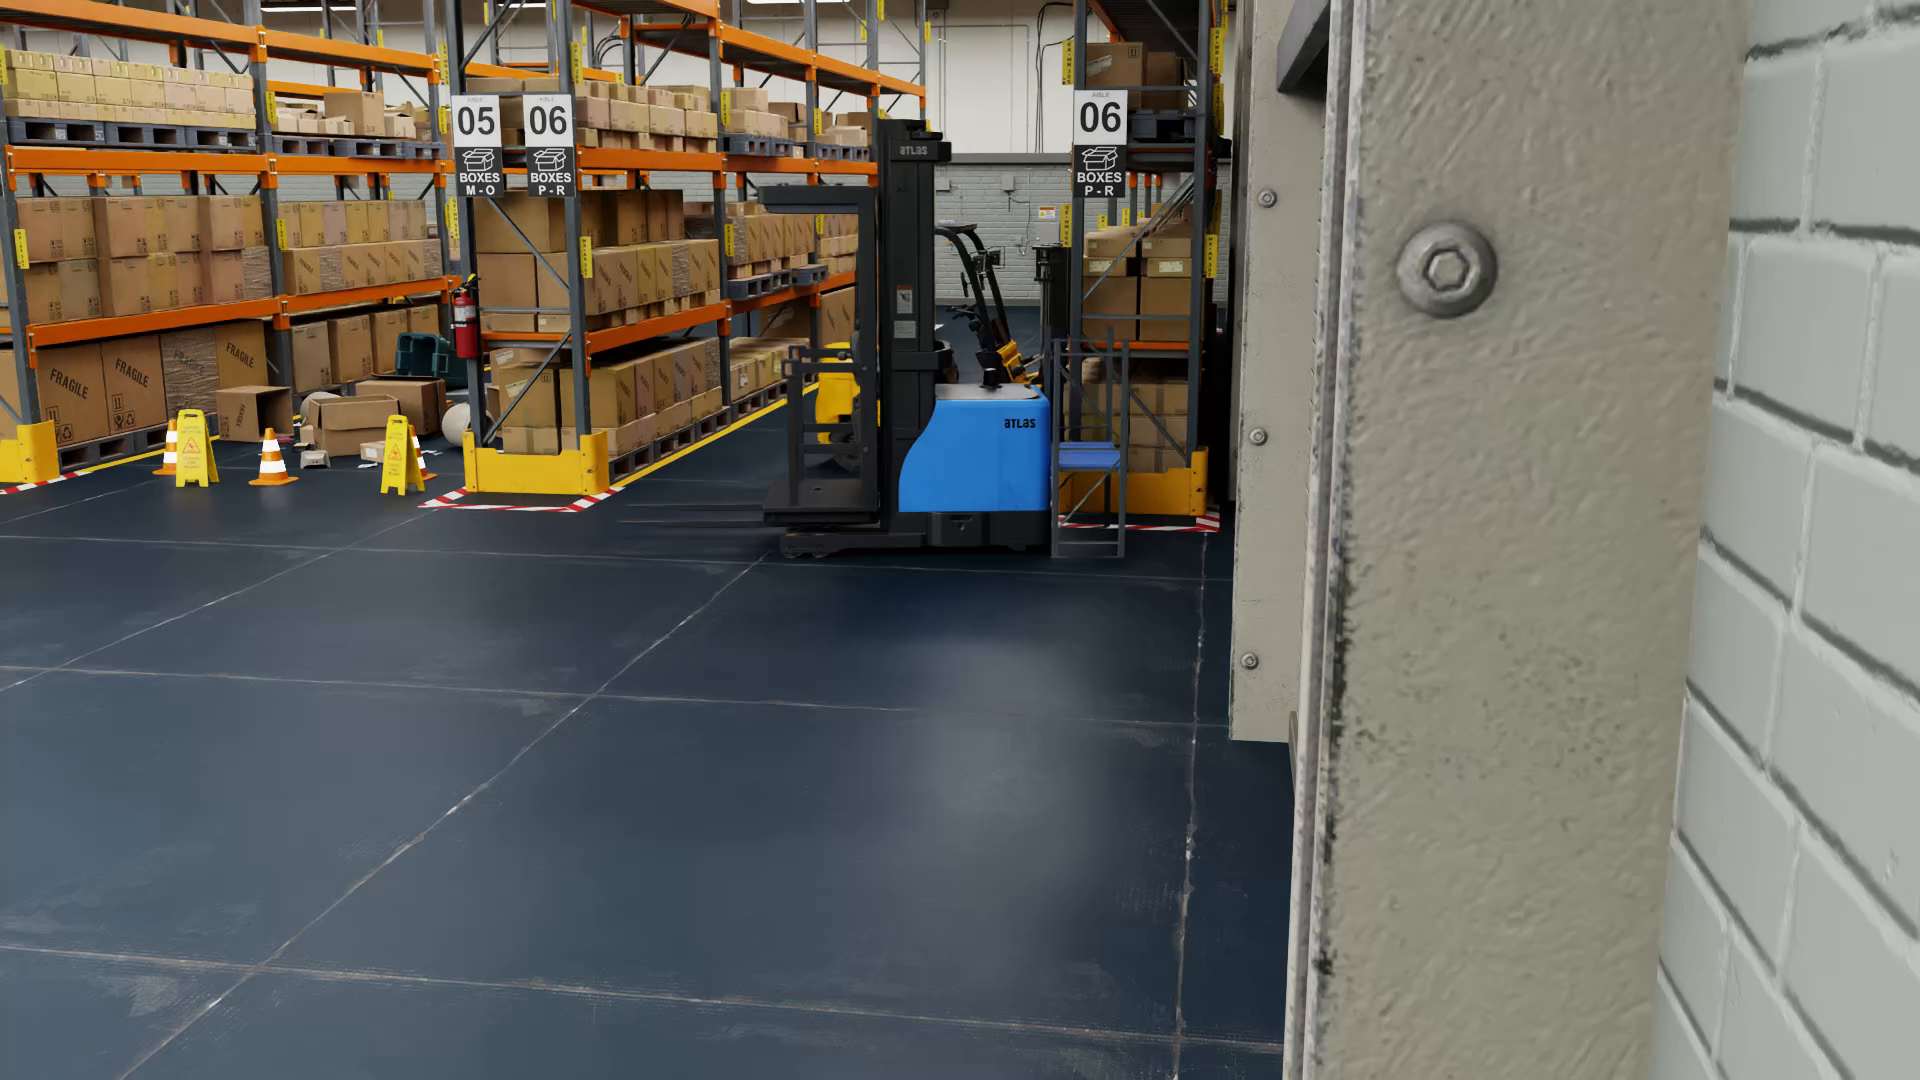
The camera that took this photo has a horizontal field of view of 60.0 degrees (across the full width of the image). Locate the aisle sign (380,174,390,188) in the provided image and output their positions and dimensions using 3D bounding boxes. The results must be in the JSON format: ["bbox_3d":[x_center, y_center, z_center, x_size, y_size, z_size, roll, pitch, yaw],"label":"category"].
[{"bbox_3d":[-10.575,-6.800,30.254,0.394,0.787,0.004,2,12,9],"label":"aisle sign"}]

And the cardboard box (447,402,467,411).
[{"bbox_3d":[-5.182,-1.268,17.246,0.258,0.266,0.396,-7,14,-30],"label":"cardboard box"}]

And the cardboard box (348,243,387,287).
[{"bbox_3d":[-7.261,-3.308,19.986,0.500,0.500,0.500,2,12,10],"label":"cardboard box"}]

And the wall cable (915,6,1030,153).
[{"bbox_3d":[0.249,-9.303,33.802,2.355,3.000,0.029,2,12,9],"label":"wall cable"}]

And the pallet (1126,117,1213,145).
[{"bbox_3d":[1.674,-3.536,14.370,1.003,0.211,1.213,2,12,9],"label":"pallet"}]

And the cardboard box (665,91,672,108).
[{"bbox_3d":[-2.902,-4.092,15.446,0.380,0.149,0.250,2,12,9],"label":"cardboard box"}]

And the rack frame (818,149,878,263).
[{"bbox_3d":[-1.705,-4.370,25.150,1.000,3.000,0.127,2,12,9],"label":"rack frame"}]

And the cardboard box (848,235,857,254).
[{"bbox_3d":[-1.738,-4.122,23.168,0.500,0.250,0.500,2,12,10],"label":"cardboard box"}]

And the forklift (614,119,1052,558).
[{"bbox_3d":[-0.896,-1.424,11.643,3.031,2.935,1.130,-1,12,-3],"label":"forklift"}]

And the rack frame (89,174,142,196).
[{"bbox_3d":[-15.776,-5.684,31.248,1.000,3.000,0.127,2,12,9],"label":"rack frame"}]

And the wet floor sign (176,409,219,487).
[{"bbox_3d":[-6.506,-0.790,14.128,0.267,0.644,0.232,0,12,-1],"label":"wet floor sign"}]

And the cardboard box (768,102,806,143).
[{"bbox_3d":[-2.412,-5.343,21.302,0.797,0.503,0.637,1,12,5],"label":"cardboard box"}]

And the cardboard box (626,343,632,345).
[{"bbox_3d":[-3.449,-2.004,16.383,0.380,0.149,0.250,2,12,11],"label":"cardboard box"}]

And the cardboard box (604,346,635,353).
[{"bbox_3d":[-3.445,-1.598,16.040,0.500,0.500,0.500,3,12,12],"label":"cardboard box"}]

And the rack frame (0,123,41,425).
[{"bbox_3d":[-8.458,-2.011,14.205,1.000,3.000,0.127,2,12,9],"label":"rack frame"}]

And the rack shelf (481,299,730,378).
[{"bbox_3d":[-3.243,-1.936,15.566,1.077,0.370,4.000,2,12,9],"label":"rack shelf"}]

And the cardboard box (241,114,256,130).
[{"bbox_3d":[-7.583,-4.355,17.324,0.380,0.149,0.250,2,12,8],"label":"cardboard box"}]

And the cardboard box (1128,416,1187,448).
[{"bbox_3d":[1.632,-0.908,13.432,0.500,0.250,0.500,2,12,10],"label":"cardboard box"}]

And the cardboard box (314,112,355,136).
[{"bbox_3d":[-7.345,-4.881,19.488,0.396,0.266,0.258,2,12,9],"label":"cardboard box"}]

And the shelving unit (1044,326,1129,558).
[{"bbox_3d":[0.875,-0.720,11.772,0.538,1.500,1.048,0,12,-1],"label":"shelving unit"}]

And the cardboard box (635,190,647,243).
[{"bbox_3d":[-3.422,-3.094,15.912,0.700,0.500,0.500,2,12,7],"label":"cardboard box"}]

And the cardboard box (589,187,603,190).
[{"bbox_3d":[-6.129,-5.490,27.033,0.500,0.500,0.500,2,12,10],"label":"cardboard box"}]

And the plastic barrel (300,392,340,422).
[{"bbox_3d":[-6.501,-1.298,17.014,0.421,0.421,0.512,-10,16,-40],"label":"plastic barrel"}]

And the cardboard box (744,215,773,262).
[{"bbox_3d":[-2.414,-3.399,18.705,0.500,0.500,0.500,2,12,8],"label":"cardboard box"}]

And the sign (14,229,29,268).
[{"bbox_3d":[-7.910,-2.454,14.016,0.100,0.325,0.005,2,12,9],"label":"sign"}]

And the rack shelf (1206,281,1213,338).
[{"bbox_3d":[2.277,-2.609,18.687,1.077,0.370,4.000,2,12,9],"label":"rack shelf"}]

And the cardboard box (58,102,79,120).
[{"bbox_3d":[-8.011,-3.775,14.632,0.380,0.149,0.250,2,12,9],"label":"cardboard box"}]

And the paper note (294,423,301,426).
[{"bbox_3d":[-7.051,-1.223,17.596,0.147,0.020,0.142,-7,14,-30],"label":"paper note"}]

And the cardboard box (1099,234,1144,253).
[{"bbox_3d":[1.334,-2.462,13.812,0.380,0.149,0.250,2,12,9],"label":"cardboard box"}]

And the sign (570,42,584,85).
[{"bbox_3d":[-3.015,-3.748,13.069,0.100,0.325,0.005,2,12,9],"label":"sign"}]

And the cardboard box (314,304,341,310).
[{"bbox_3d":[-11.179,-4.180,28.314,0.875,0.875,0.875,2,12,9],"label":"cardboard box"}]

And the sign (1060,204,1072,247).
[{"bbox_3d":[0.820,-2.414,12.764,0.100,0.325,0.005,2,12,9],"label":"sign"}]

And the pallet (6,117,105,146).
[{"bbox_3d":[-8.354,-3.589,14.617,1.003,0.211,1.213,2,12,9],"label":"pallet"}]

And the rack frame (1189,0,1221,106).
[{"bbox_3d":[3.815,-7.975,27.639,1.000,3.000,0.127,2,12,9],"label":"rack frame"}]

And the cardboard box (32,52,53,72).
[{"bbox_3d":[-8.052,-4.110,14.293,0.380,0.149,0.250,2,12,9],"label":"cardboard box"}]

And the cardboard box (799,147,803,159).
[{"bbox_3d":[-2.162,-4.808,20.661,0.380,0.149,0.250,2,12,9],"label":"cardboard box"}]

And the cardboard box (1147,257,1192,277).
[{"bbox_3d":[1.663,-2.140,13.026,0.380,0.149,0.250,2,12,7],"label":"cardboard box"}]

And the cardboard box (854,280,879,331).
[{"bbox_3d":[-1.722,-3.405,24.718,0.875,0.875,0.875,2,12,10],"label":"cardboard box"}]

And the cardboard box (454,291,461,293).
[{"bbox_3d":[-7.149,-3.497,24.256,0.500,0.250,0.500,2,12,11],"label":"cardboard box"}]

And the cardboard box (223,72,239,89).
[{"bbox_3d":[-7.623,-4.692,16.995,0.380,0.149,0.250,2,12,8],"label":"cardboard box"}]

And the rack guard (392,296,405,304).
[{"bbox_3d":[-10.879,-4.307,30.790,1.175,0.500,0.348,2,12,9],"label":"rack guard"}]

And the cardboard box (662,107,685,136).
[{"bbox_3d":[-2.907,-3.931,15.645,0.500,0.250,0.500,2,12,8],"label":"cardboard box"}]

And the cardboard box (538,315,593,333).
[{"bbox_3d":[-3.294,-1.813,13.882,0.380,0.149,0.250,2,12,9],"label":"cardboard box"}]

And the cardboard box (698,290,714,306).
[{"bbox_3d":[-2.716,-2.453,16.850,0.380,0.149,0.250,2,12,10],"label":"cardboard box"}]

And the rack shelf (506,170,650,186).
[{"bbox_3d":[-6.305,-6.040,27.488,1.077,0.370,4.000,2,12,9],"label":"rack shelf"}]

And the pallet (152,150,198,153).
[{"bbox_3d":[-11.897,-5.601,24.190,1.003,0.211,1.213,2,12,11],"label":"pallet"}]

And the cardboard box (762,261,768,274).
[{"bbox_3d":[-2.403,-3.108,18.897,0.380,0.149,0.250,2,12,9],"label":"cardboard box"}]

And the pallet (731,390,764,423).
[{"bbox_3d":[-2.818,-1.503,18.468,1.003,0.211,1.213,2,12,9],"label":"pallet"}]

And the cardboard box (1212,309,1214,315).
[{"bbox_3d":[3.416,-3.081,24.107,0.500,0.500,0.500,2,12,8],"label":"cardboard box"}]

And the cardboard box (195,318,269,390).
[{"bbox_3d":[-8.008,-1.882,17.651,0.875,0.875,0.875,2,12,10],"label":"cardboard box"}]

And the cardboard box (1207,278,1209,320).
[{"bbox_3d":[2.018,-2.281,15.220,0.500,0.500,0.500,2,12,7],"label":"cardboard box"}]

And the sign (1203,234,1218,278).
[{"bbox_3d":[1.902,-2.154,12.627,0.100,0.325,0.005,2,12,9],"label":"sign"}]

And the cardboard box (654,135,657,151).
[{"bbox_3d":[-3.015,-3.654,15.303,0.380,0.149,0.250,2,12,8],"label":"cardboard box"}]

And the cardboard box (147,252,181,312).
[{"bbox_3d":[-8.132,-2.502,16.129,0.875,0.550,0.500,2,12,9],"label":"cardboard box"}]
